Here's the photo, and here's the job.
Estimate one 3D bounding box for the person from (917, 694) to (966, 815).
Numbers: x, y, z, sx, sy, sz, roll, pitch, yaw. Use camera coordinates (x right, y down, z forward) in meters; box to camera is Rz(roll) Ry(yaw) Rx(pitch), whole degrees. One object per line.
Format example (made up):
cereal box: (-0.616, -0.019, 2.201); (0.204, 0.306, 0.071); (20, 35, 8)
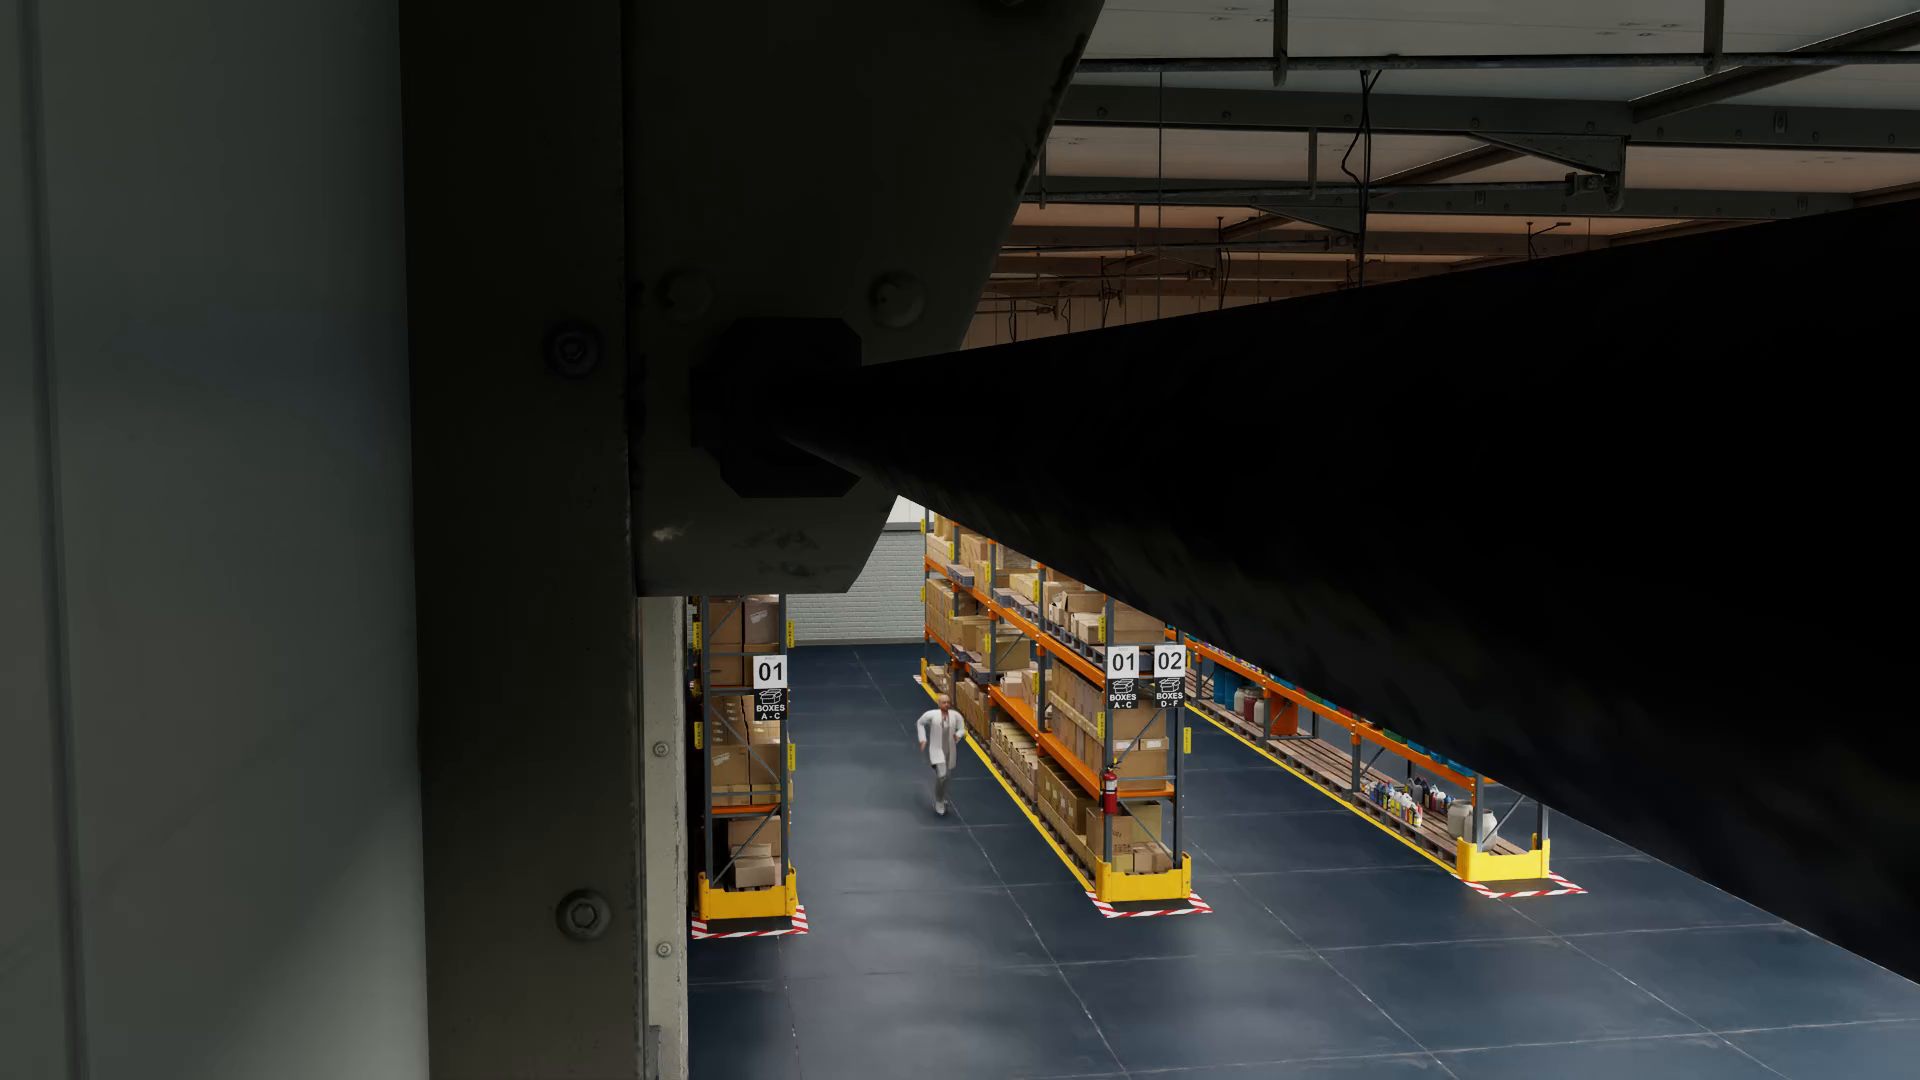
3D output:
person: (-0.258, 3.238, 25.175); (0.658, 1.820, 0.883); (-2, 5, -21)
